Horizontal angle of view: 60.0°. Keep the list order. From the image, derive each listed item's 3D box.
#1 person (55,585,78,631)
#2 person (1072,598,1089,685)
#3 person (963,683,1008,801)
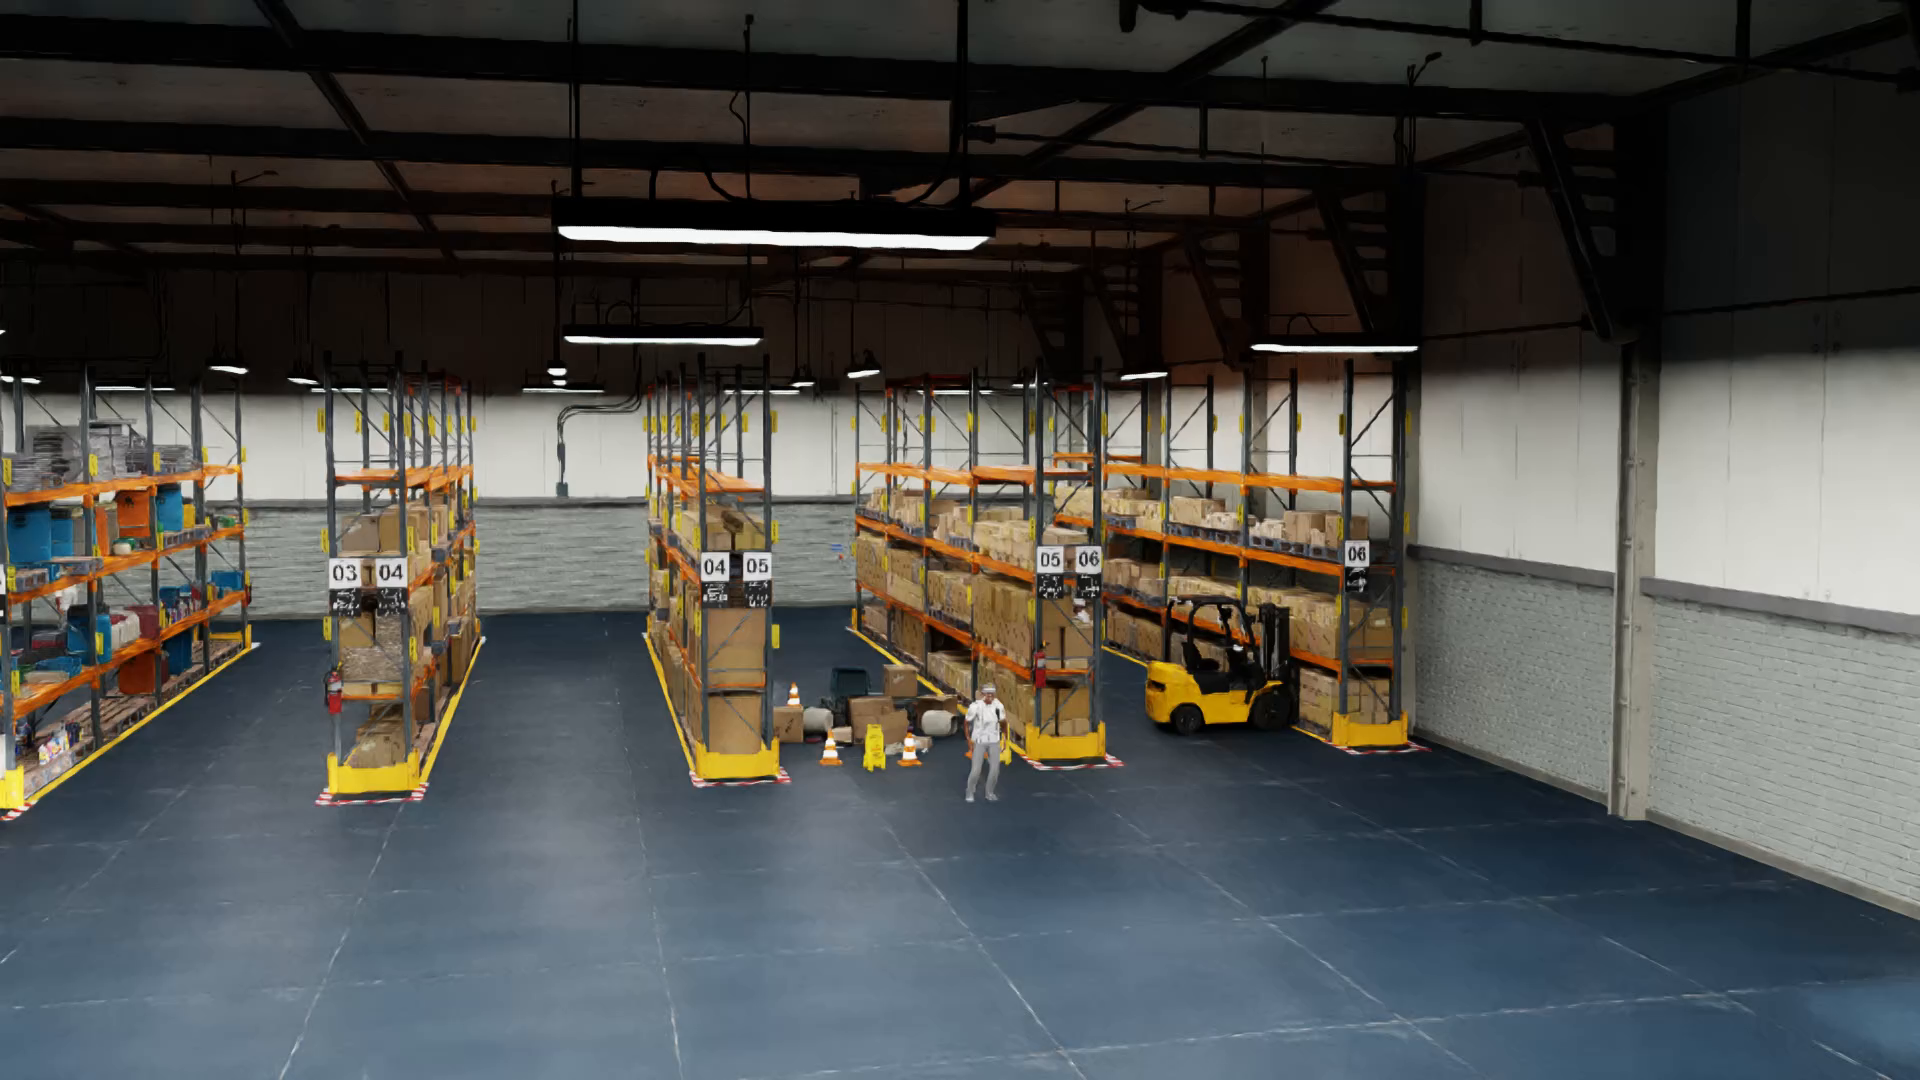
[{"bbox_3d":[-19.908,1.521,37.179,0.500,1.761,0.698,1,4,18],"label":"person"},{"bbox_3d":[2.166,1.946,30.890,0.479,1.785,0.616,1,4,16],"label":"person"},{"bbox_3d":[0.339,2.665,22.012,0.592,1.629,0.526,-1,4,-15],"label":"person"}]
